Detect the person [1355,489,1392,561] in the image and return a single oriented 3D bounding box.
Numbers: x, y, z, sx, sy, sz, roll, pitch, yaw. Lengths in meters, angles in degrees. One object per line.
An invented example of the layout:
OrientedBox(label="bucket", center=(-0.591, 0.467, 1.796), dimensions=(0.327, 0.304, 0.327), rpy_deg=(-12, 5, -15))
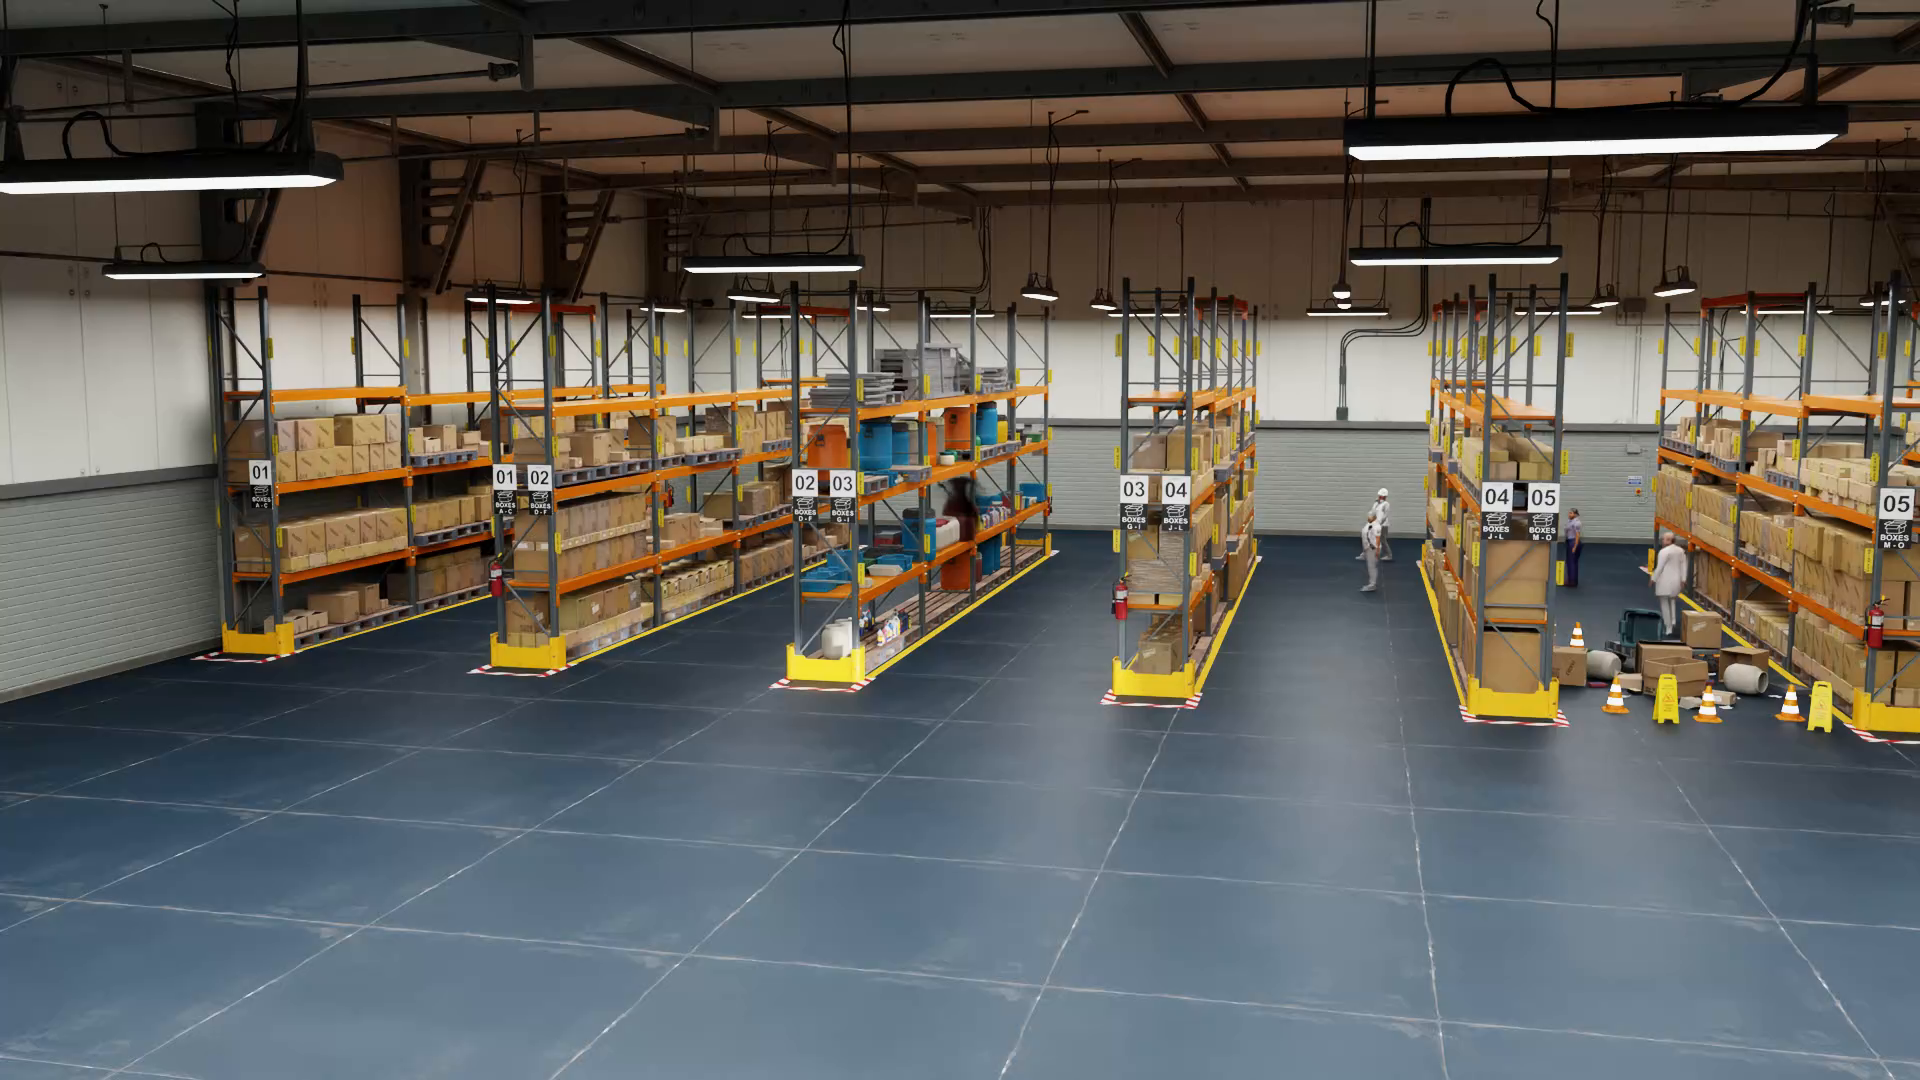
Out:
OrientedBox(label="person", center=(9.811, -0.350, 39.037), dimensions=(0.923, 1.718, 0.563), rpy_deg=(-3, 7, -27))

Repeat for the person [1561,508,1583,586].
OrientedBox(label="person", center=(13.011, 0.176, 35.323), dimensions=(0.384, 1.580, 0.545), rpy_deg=(3, 7, 26))

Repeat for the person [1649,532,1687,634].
OrientedBox(label="person", center=(12.446, 0.869, 29.193), dimensions=(0.629, 1.627, 0.580), rpy_deg=(0, 7, 2))

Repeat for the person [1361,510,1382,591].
OrientedBox(label="person", center=(8.548, 0.211, 34.578), dimensions=(0.415, 1.668, 0.537), rpy_deg=(0, 7, 2))

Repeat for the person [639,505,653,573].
OrientedBox(label="person", center=(-6.801, 0.064, 35.866), dimensions=(0.447, 1.677, 0.451), rpy_deg=(-3, 7, -24))
